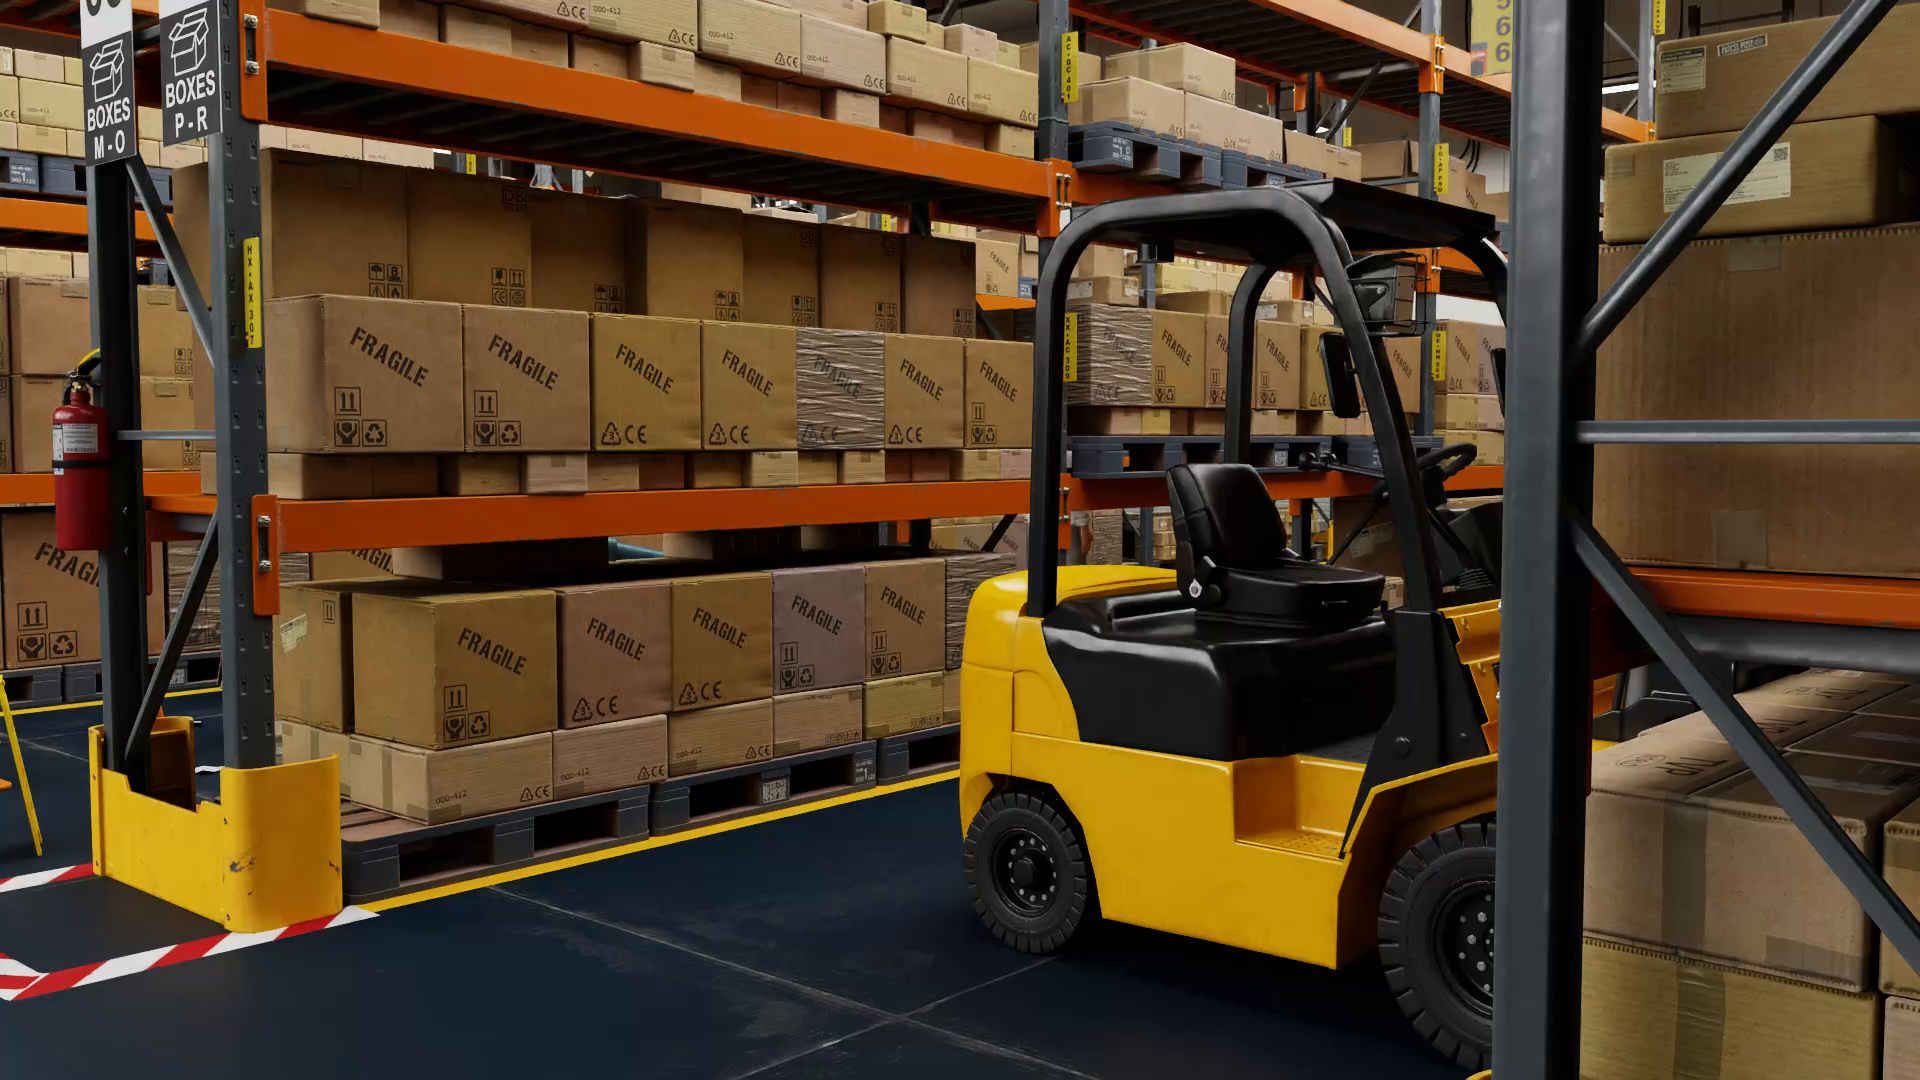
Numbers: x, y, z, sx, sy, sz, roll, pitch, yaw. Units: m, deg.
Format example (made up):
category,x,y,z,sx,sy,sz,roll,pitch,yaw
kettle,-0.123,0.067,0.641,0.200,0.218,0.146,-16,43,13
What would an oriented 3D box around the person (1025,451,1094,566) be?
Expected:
category,x,y,z,sx,sy,sz,roll,pitch,yaw
person,0.700,-0.084,11.436,0.597,1.791,0.559,-3,5,-40
